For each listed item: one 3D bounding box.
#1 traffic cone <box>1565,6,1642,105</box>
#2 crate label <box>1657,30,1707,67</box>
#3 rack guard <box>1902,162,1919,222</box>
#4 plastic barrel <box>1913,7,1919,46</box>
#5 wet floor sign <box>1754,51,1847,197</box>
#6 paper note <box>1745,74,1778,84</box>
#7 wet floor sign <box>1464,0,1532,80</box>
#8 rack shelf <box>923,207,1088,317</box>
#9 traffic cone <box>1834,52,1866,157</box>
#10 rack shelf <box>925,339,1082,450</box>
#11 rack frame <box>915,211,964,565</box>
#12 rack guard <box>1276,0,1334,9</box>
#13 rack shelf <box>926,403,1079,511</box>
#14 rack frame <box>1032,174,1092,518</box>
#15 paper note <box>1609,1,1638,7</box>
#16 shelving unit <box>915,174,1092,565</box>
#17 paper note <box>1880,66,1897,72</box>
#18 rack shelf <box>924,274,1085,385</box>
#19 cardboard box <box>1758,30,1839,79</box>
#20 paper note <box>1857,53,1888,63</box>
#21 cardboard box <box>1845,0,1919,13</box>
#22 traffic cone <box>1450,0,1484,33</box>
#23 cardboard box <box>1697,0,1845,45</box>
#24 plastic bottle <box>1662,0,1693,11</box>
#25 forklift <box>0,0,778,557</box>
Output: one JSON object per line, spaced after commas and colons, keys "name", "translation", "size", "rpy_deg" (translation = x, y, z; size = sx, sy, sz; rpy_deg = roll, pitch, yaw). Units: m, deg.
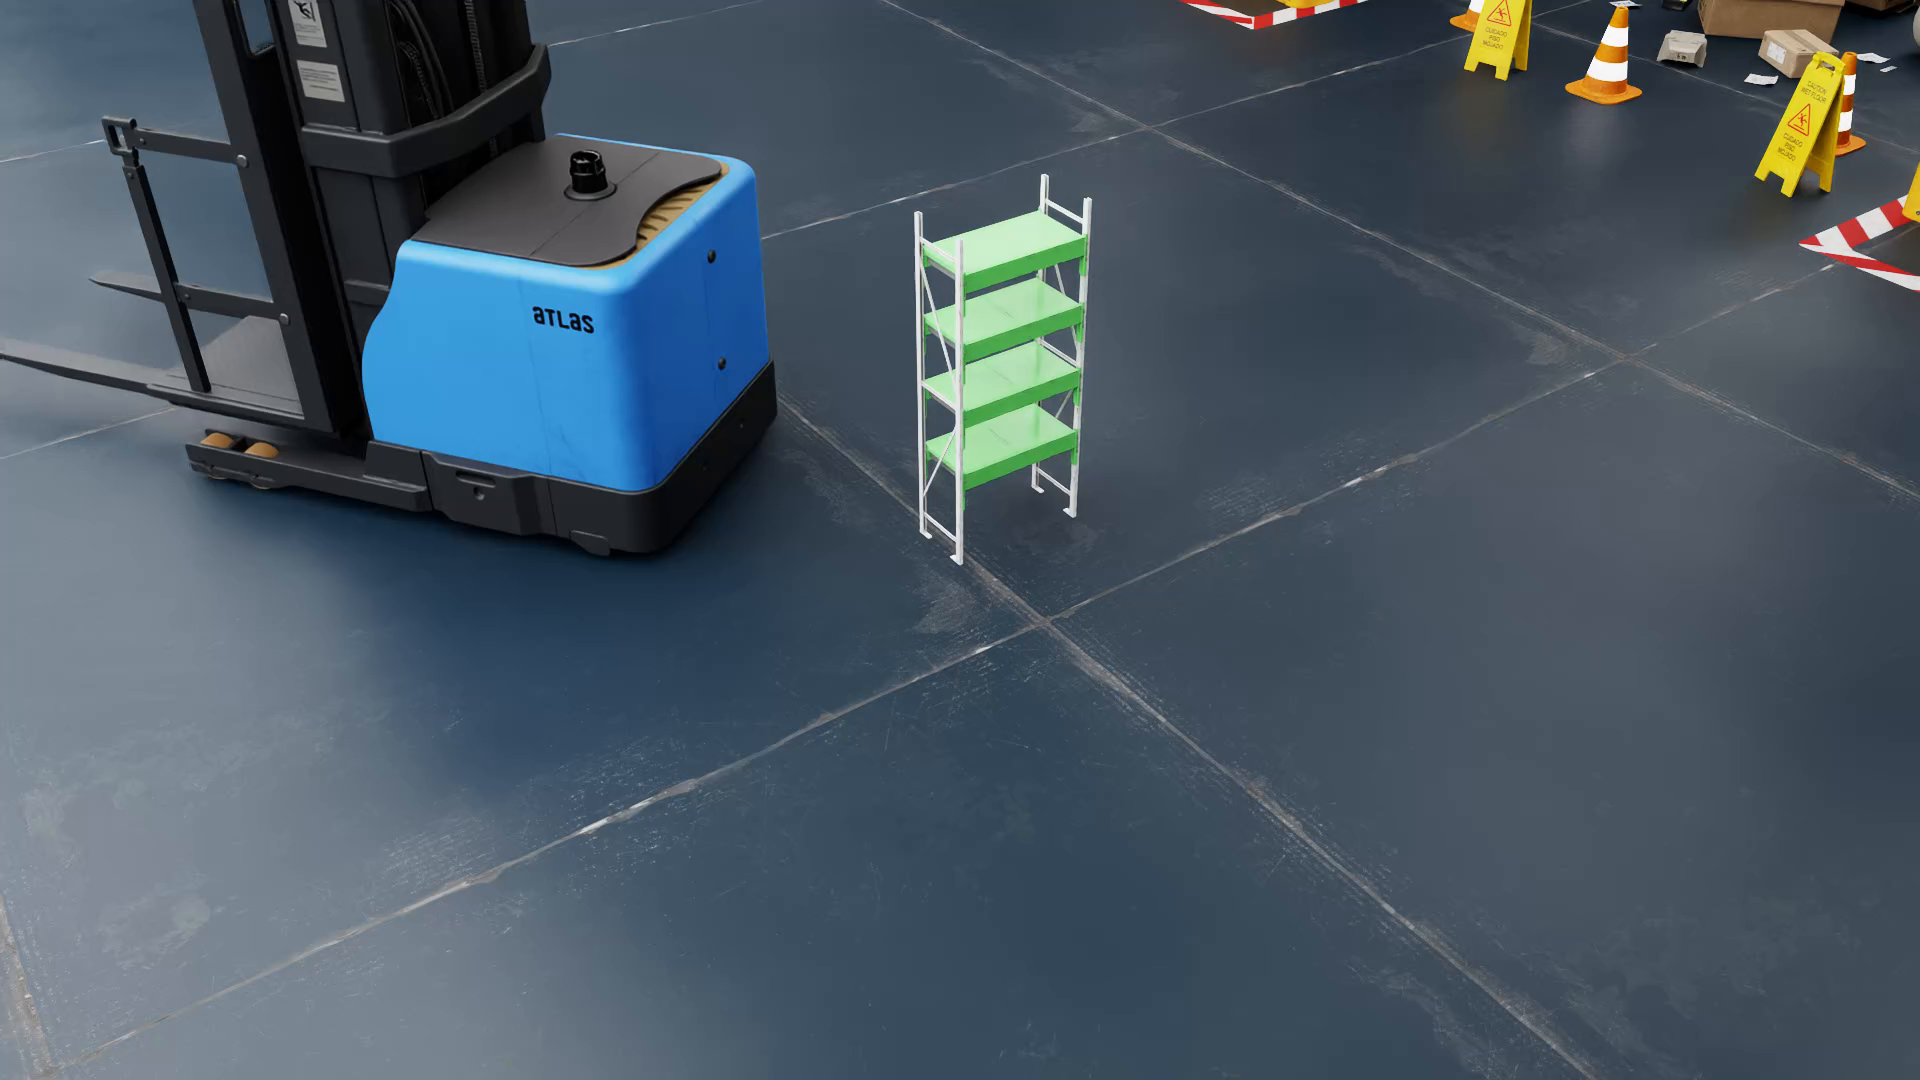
{"name": "traffic cone", "translation": [3.558, -2.669, 9.065], "size": [0.334, 0.463, 0.336], "rpy_deg": [-22, 41, -28]}
{"name": "crate label", "translation": [4.165, -2.831, 9.569], "size": [0.250, 0.136, 0.298], "rpy_deg": [15, 38, 20]}
{"name": "rack guard", "translation": [4.930, -1.534, 7.455], "size": [0.348, 0.500, 1.175], "rpy_deg": [-22, 41, -28]}
{"name": "plastic barrel", "translation": [5.684, -2.895, 9.412], "size": [0.421, 0.421, 0.512], "rpy_deg": [3, 36, 4]}
{"name": "wet floor sign", "translation": [4.096, -2.014, 7.998], "size": [0.232, 0.644, 0.267], "rpy_deg": [-9, 37, -12]}
{"name": "paper note", "translation": [4.493, -2.586, 9.319], "size": [0.148, 0.019, 0.142], "rpy_deg": [22, 41, 28]}
{"name": "wet floor sign", "translation": [3.050, -2.941, 9.287], "size": [0.267, 0.644, 0.232], "rpy_deg": [30, 45, 35]}
{"name": "rack shelf", "translation": [0.135, -0.881, 5.234], "size": [0.480, 0.148, 0.258], "rpy_deg": [-22, 41, -28]}
{"name": "traffic cone", "translation": [4.476, -2.254, 8.487], "size": [0.334, 0.463, 0.336], "rpy_deg": [-22, 41, -28]}
{"name": "rack shelf", "translation": [0.135, -0.491, 5.514], "size": [0.480, 0.148, 0.258], "rpy_deg": [-22, 41, -28]}
{"name": "rack frame", "translation": [-0.064, -0.461, 5.363], "size": [0.015, 1.200, 0.240], "rpy_deg": [-22, 41, -28]}
{"name": "rack guard", "translation": [1.914, -3.829, 10.645], "size": [0.348, 0.500, 1.175], "rpy_deg": [-22, 41, -28]}
{"name": "rack shelf", "translation": [0.135, -0.296, 5.655], "size": [0.480, 0.148, 0.258], "rpy_deg": [-22, 41, -28]}
{"name": "rack frame", "translation": [0.335, -0.625, 5.591], "size": [0.015, 1.200, 0.240], "rpy_deg": [-22, 41, -28]}
{"name": "paper note", "translation": [4.159, -3.349, 10.381], "size": [0.142, 0.017, 0.144], "rpy_deg": [-9, 37, -12]}
{"name": "shelving unit", "translation": [0.135, -0.543, 5.477], "size": [0.503, 1.200, 0.258], "rpy_deg": [-22, 41, -28]}
{"name": "paper note", "translation": [5.289, -2.683, 9.472], "size": [0.123, 0.001, 0.032], "rpy_deg": [-22, 41, -28]}
{"name": "rack shelf", "translation": [0.135, -0.686, 5.374], "size": [0.480, 0.148, 0.258], "rpy_deg": [-22, 41, -28]}
{"name": "cardboard box", "translation": [4.775, -2.771, 9.475], "size": [0.250, 0.149, 0.380], "rpy_deg": [-3, 36, -4]}
{"name": "paper note", "translation": [5.274, -2.795, 9.620], "size": [0.142, 0.019, 0.148], "rpy_deg": [-9, 37, -12]}
{"name": "cardboard box", "translation": [5.604, -3.682, 10.323], "size": [0.503, 0.637, 0.797], "rpy_deg": [-22, 41, -28]}
{"name": "traffic cone", "translation": [3.185, -3.323, 9.974], "size": [0.334, 0.463, 0.336], "rpy_deg": [-22, 41, -28]}
{"name": "cardboard box", "translation": [4.845, -3.309, 9.920], "size": [0.797, 0.503, 0.637], "rpy_deg": [9, 37, 12]}
{"name": "plastic bottle", "translation": [4.505, -3.387, 10.407], "size": [0.133, 0.061, 0.283], "rpy_deg": [22, 41, 28]}
{"name": "forklift", "translation": [-2.264, -1.650, 5.534], "size": [3.031, 2.935, 1.130], "rpy_deg": [11, 37, 15]}
